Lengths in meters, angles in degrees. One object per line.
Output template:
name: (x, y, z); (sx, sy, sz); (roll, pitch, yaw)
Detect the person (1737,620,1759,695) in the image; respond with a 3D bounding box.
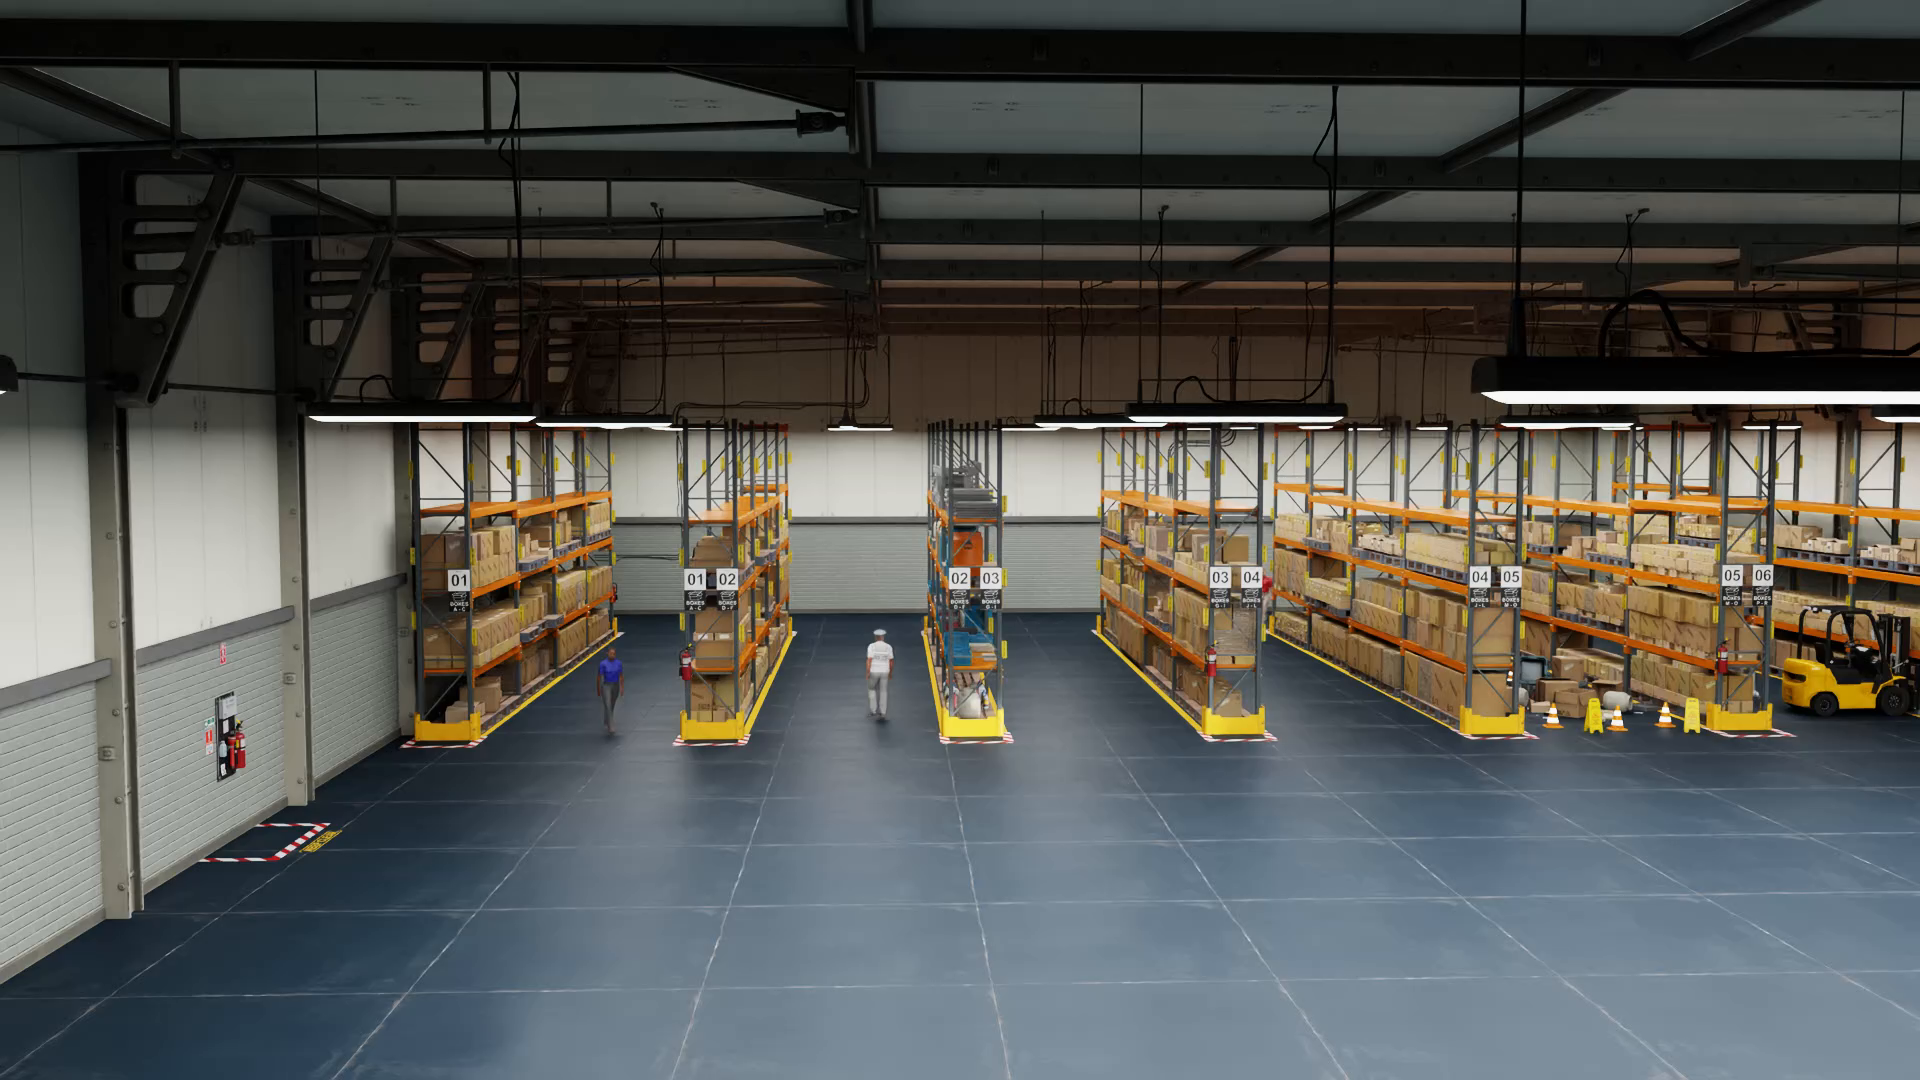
person: (17.090, 2.581, 36.145); (0.492, 1.669, 0.526); (0, 4, 3)

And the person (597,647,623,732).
person: (-6.706, 2.851, 31.947); (0.493, 1.599, 1.001); (-3, 5, -40)

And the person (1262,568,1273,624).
person: (9.078, 1.681, 49.835); (0.575, 1.666, 1.111); (2, 4, 31)

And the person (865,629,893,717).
person: (-1.632, 2.713, 33.617); (0.579, 1.806, 0.699); (-1, 4, -12)
